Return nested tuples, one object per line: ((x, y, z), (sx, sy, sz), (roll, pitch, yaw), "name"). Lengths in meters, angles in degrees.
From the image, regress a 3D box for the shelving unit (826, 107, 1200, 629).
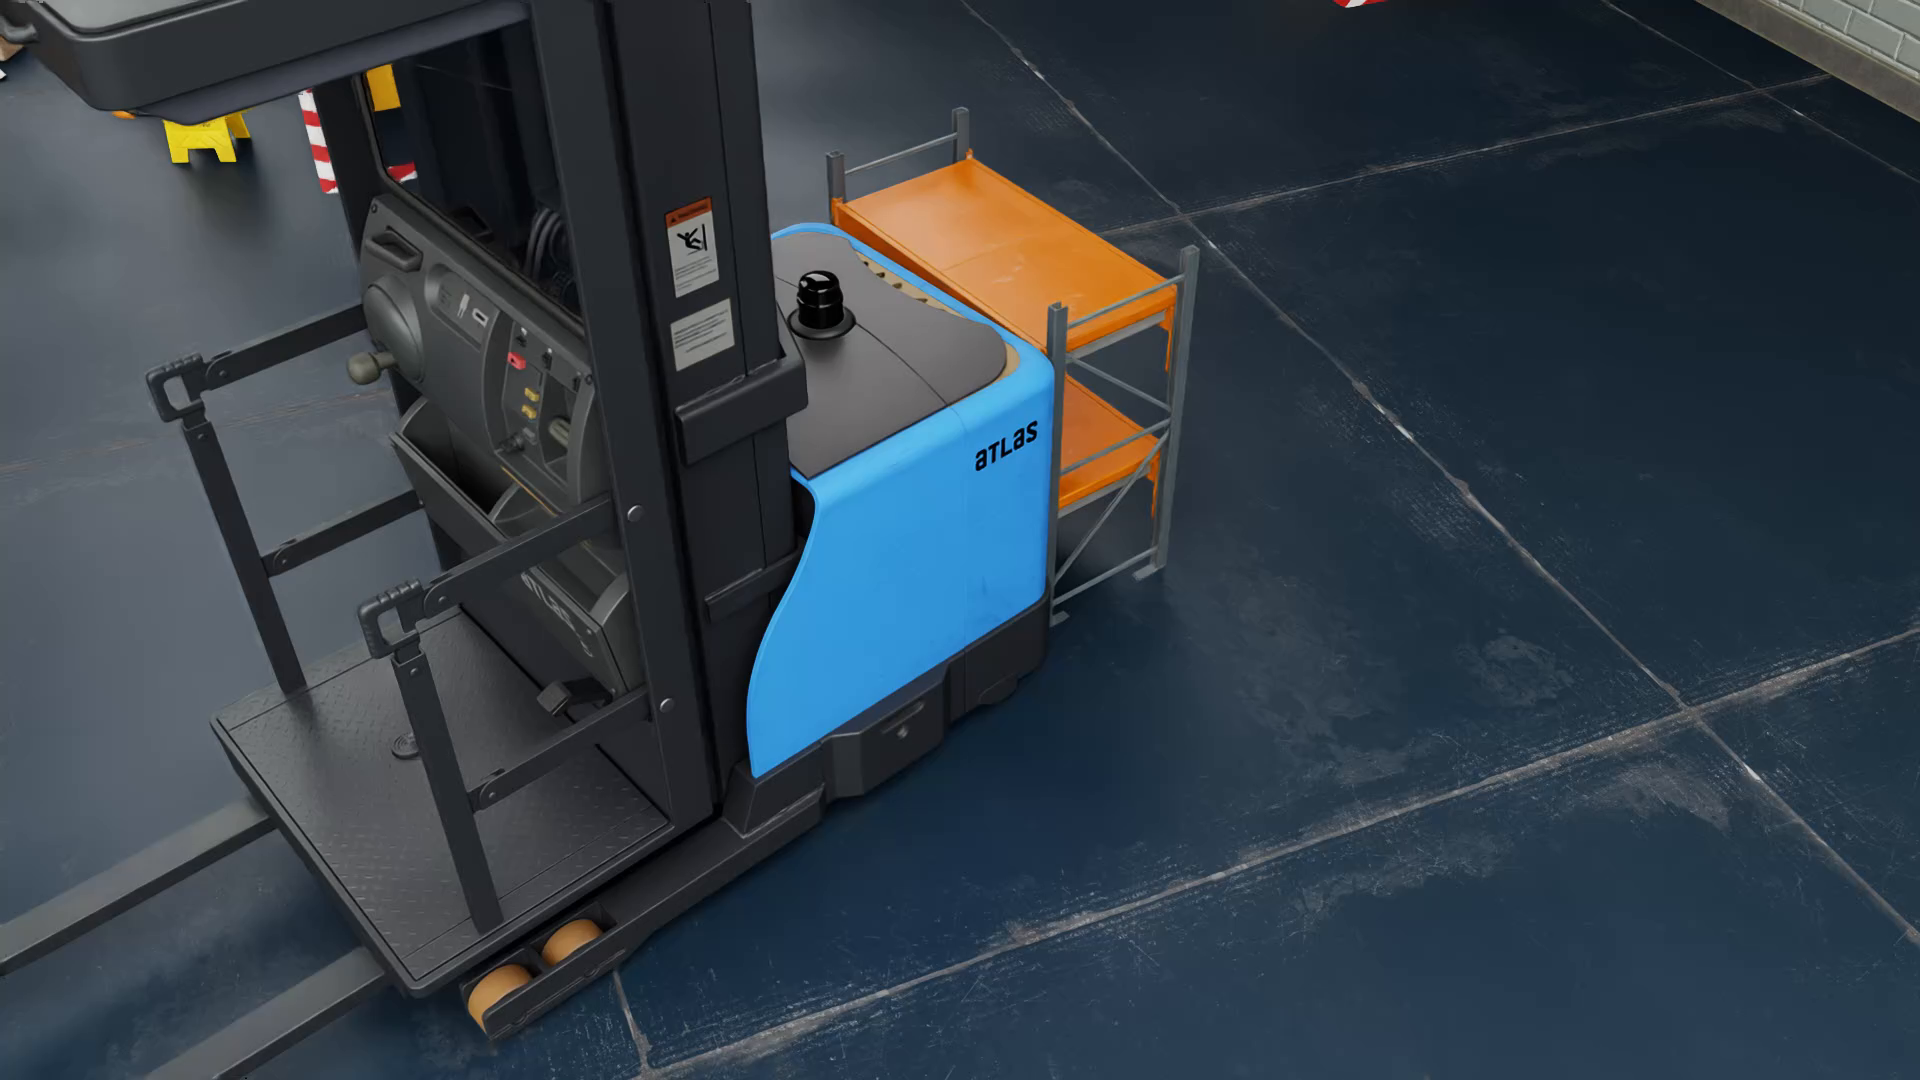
((0.125, -0.522, 4.994), (0.538, 1.125, 1.048), (-26, 47, -27), "shelving unit")

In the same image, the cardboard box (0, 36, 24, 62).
((-4.697, -2.416, 7.946), (0.380, 0.149, 0.250), (5, 41, 6), "cardboard box")

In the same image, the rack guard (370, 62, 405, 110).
((-2.358, -2.310, 7.553), (1.175, 0.500, 0.348), (-15, 43, -17), "rack guard")

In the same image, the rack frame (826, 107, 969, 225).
((-0.181, -0.786, 5.302), (0.500, 1.125, 0.032), (-26, 47, -27), "rack frame")

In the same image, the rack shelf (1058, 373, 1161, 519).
((0.125, -0.336, 5.153), (0.538, 0.278, 1.000), (-26, 47, -27), "rack shelf")

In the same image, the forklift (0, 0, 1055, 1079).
((-1.181, -0.339, 3.396), (3.031, 2.935, 1.130), (-30, 49, -30), "forklift")

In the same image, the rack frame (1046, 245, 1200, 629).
((0.431, -0.257, 4.686), (0.500, 1.125, 0.032), (-26, 47, -27), "rack frame")

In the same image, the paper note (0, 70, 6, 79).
((-4.530, -2.159, 7.737), (0.148, 0.019, 0.142), (-31, 49, -31), "paper note")

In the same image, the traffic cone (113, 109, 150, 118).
((-3.686, -2.187, 7.439), (0.336, 0.463, 0.334), (-15, 43, -17), "traffic cone")

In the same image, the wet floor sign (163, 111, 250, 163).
((-3.245, -1.938, 7.009), (0.267, 0.644, 0.232), (-2, 41, -2), "wet floor sign")

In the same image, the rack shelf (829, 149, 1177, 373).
((0.125, -0.744, 4.803), (0.538, 0.278, 1.000), (-26, 47, -27), "rack shelf")
